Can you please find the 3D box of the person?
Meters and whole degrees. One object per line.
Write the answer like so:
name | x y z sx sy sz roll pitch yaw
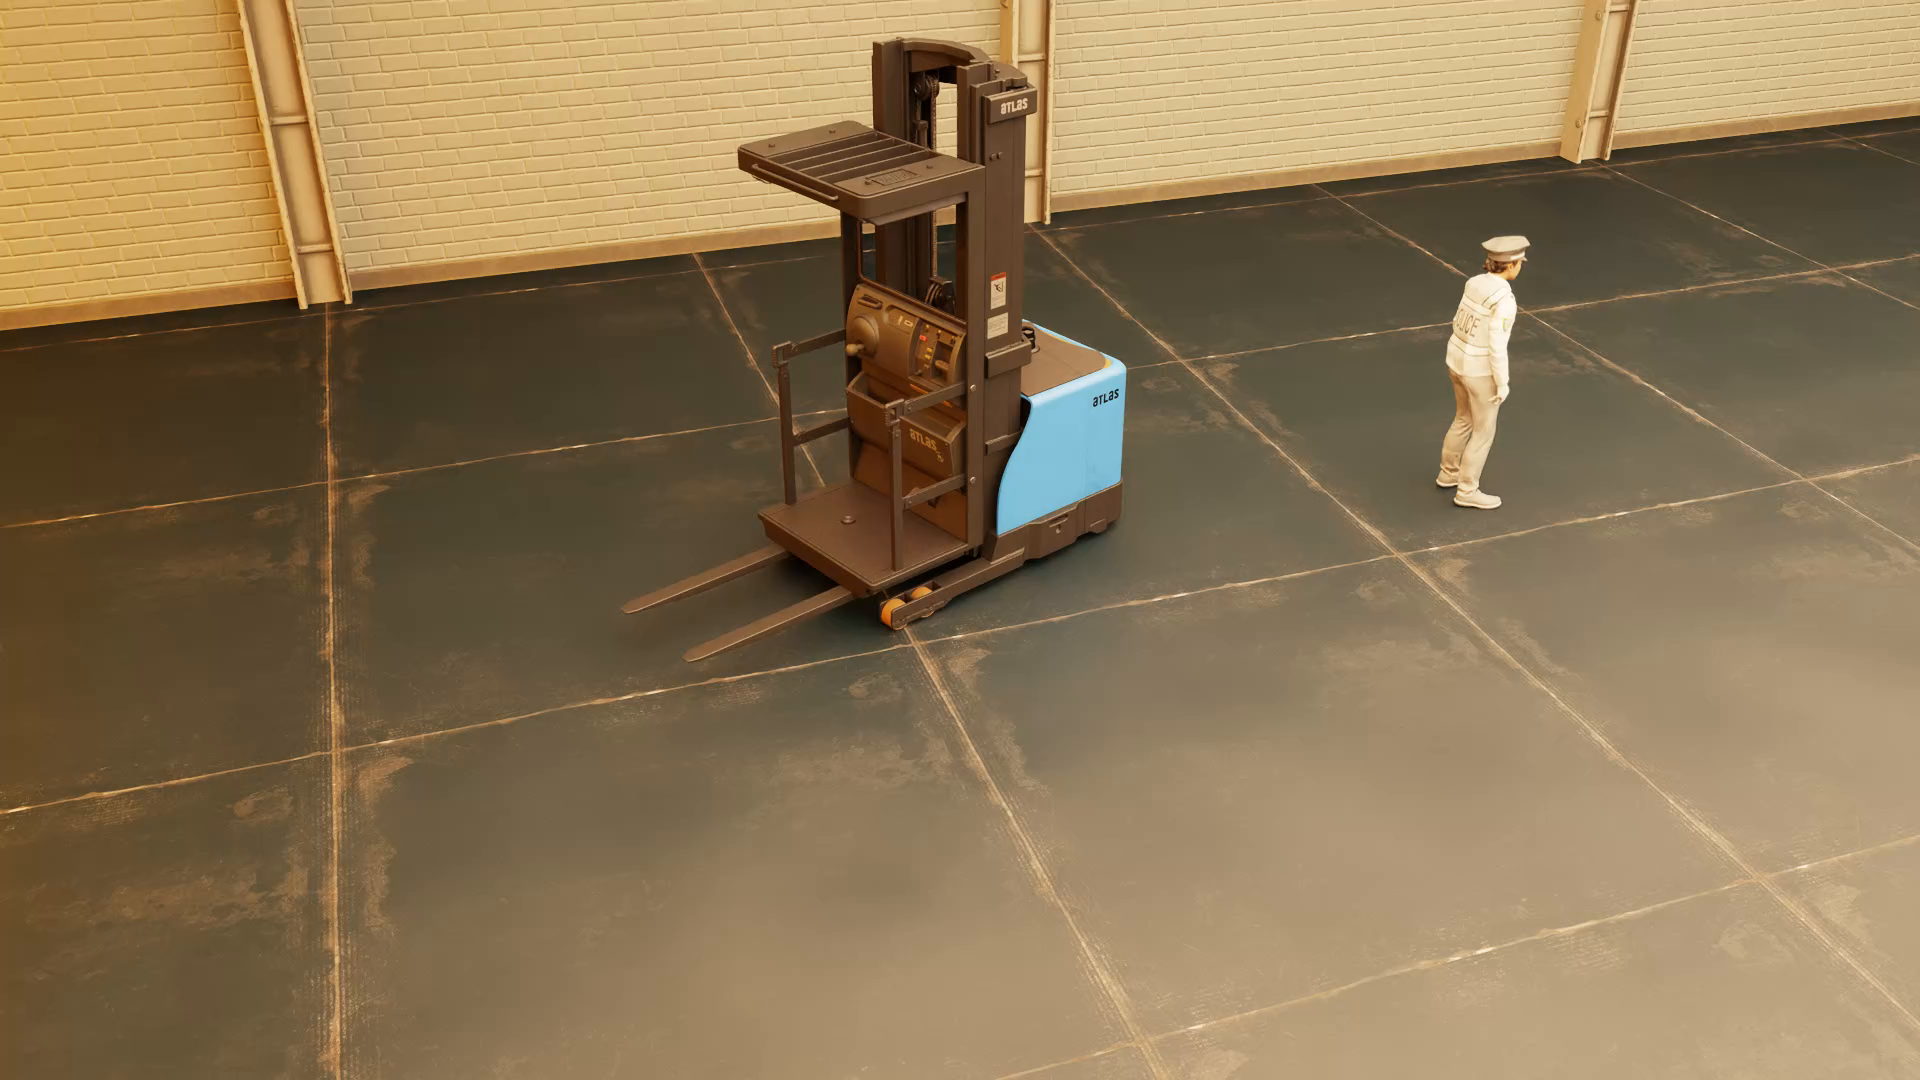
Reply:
person | 3.173 -1.033 10.154 0.375 1.664 0.546 -6 31 -11

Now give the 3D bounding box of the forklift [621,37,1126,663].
forklift | -0.461 -1.072 8.951 3.031 2.935 1.130 -23 37 -34
